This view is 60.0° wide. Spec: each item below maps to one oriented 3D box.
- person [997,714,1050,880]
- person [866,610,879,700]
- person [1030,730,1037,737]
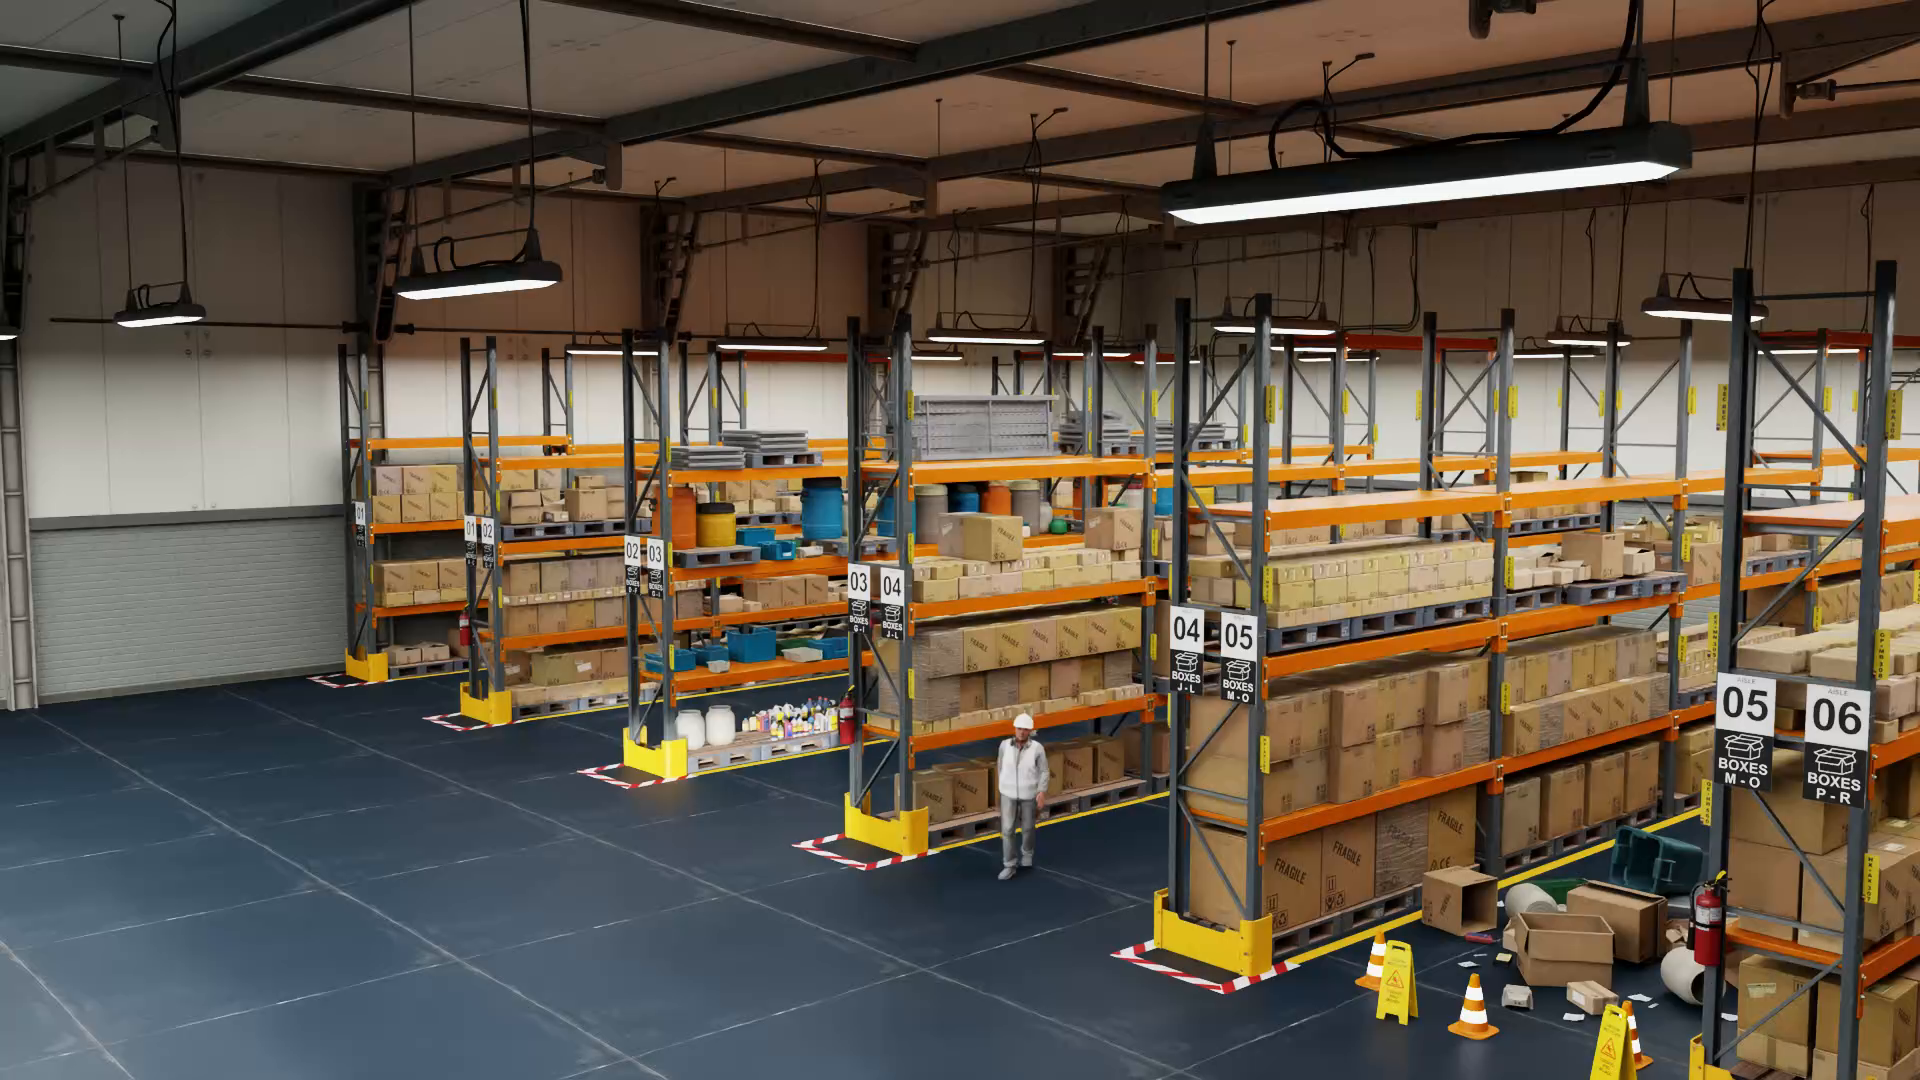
[{"bbox_3d":[0.677,2.687,17.747,0.585,1.723,0.792,1,5,7],"label":"person"},{"bbox_3d":[-1.399,1.849,27.690,0.781,1.739,0.666,-3,6,-29],"label":"person"},{"bbox_3d":[1.133,2.205,25.221,0.608,1.464,1.102,1,5,11],"label":"person"}]
